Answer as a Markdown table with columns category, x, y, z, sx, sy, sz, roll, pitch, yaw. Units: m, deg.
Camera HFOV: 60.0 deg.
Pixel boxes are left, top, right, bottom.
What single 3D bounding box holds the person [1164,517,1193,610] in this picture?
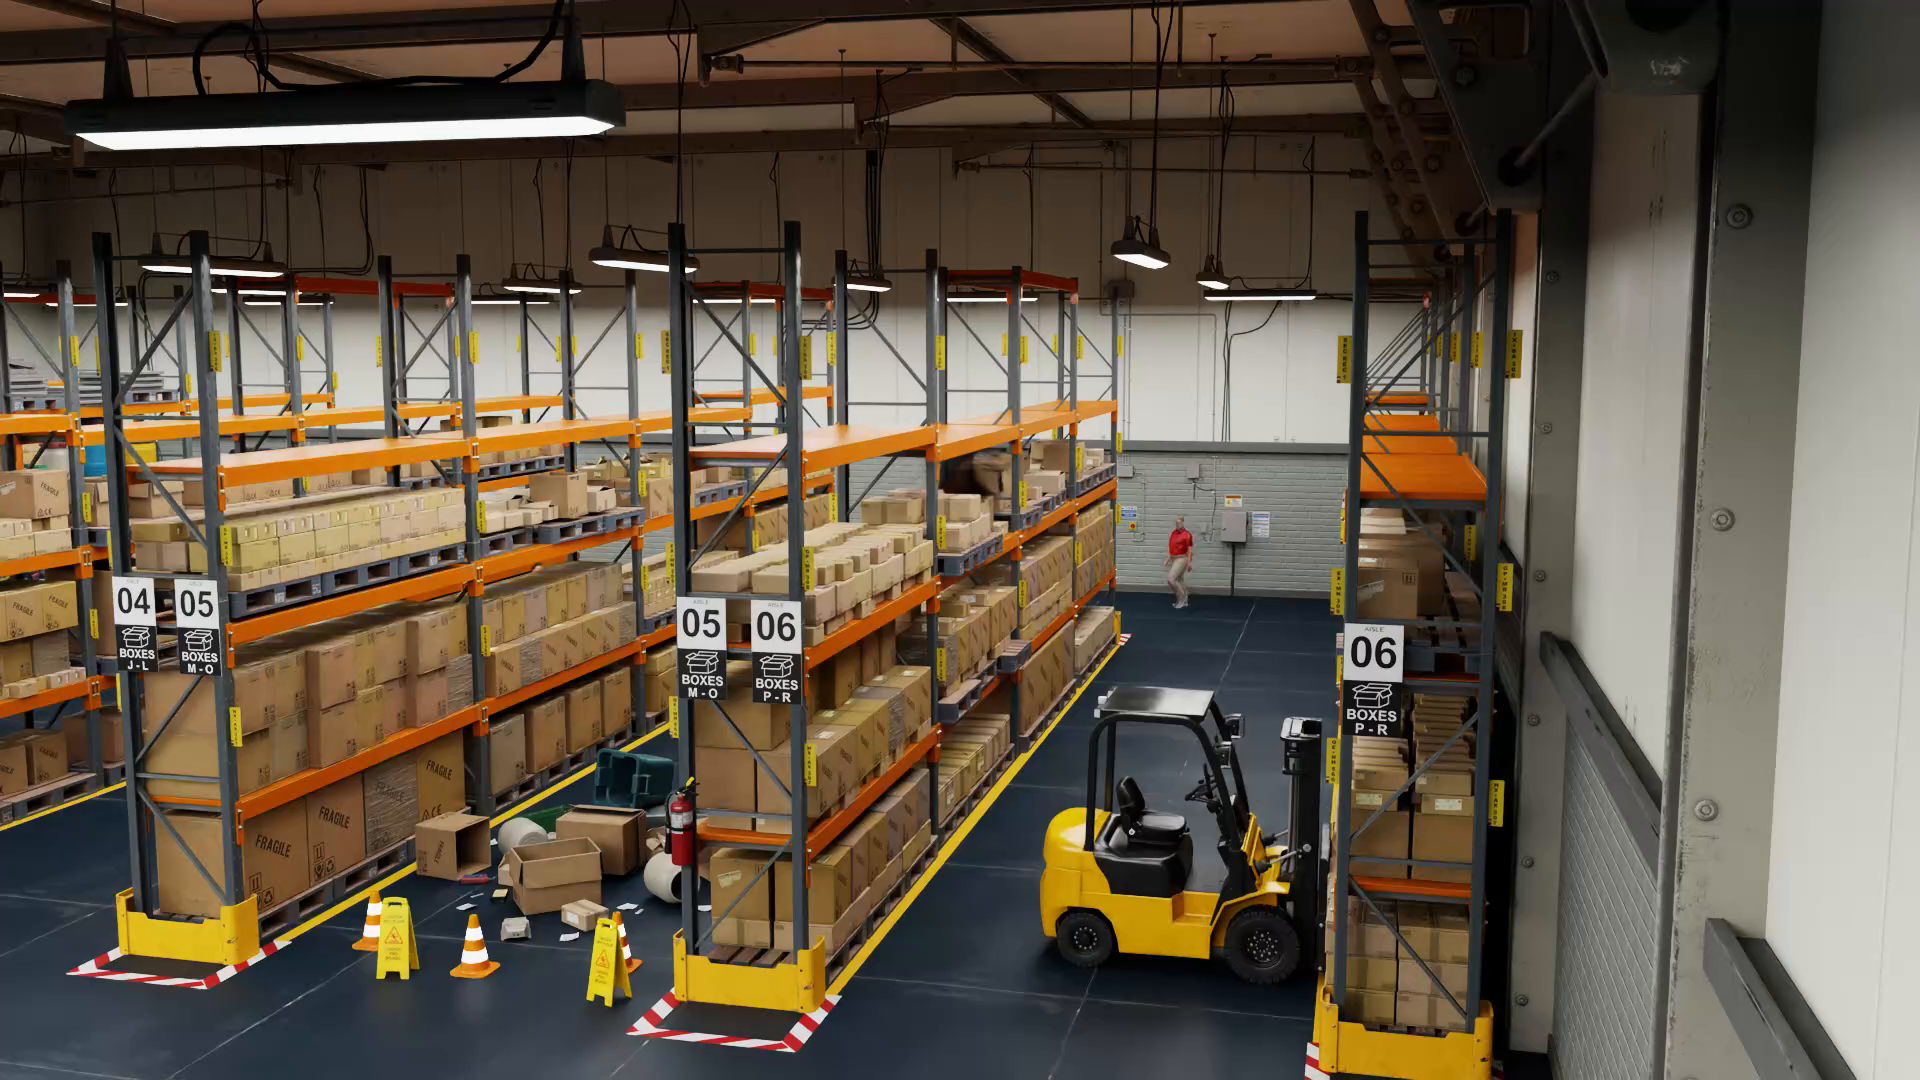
| category | x | y | z | sx | sy | sz | roll | pitch | yaw |
| --- | --- | --- | --- | --- | --- | --- | --- | --- | --- |
| person | 4.150 | 0.446 | 31.720 | 0.498 | 1.757 | 0.519 | -1 | 7 | -9 |

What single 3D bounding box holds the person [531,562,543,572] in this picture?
| category | x | y | z | sx | sy | sz | roll | pitch | yaw |
| --- | --- | --- | --- | --- | --- | --- | --- | --- | --- |
| person | -6.666 | 1.166 | 26.300 | 0.639 | 1.651 | 0.973 | 2 | 7 | 15 |
